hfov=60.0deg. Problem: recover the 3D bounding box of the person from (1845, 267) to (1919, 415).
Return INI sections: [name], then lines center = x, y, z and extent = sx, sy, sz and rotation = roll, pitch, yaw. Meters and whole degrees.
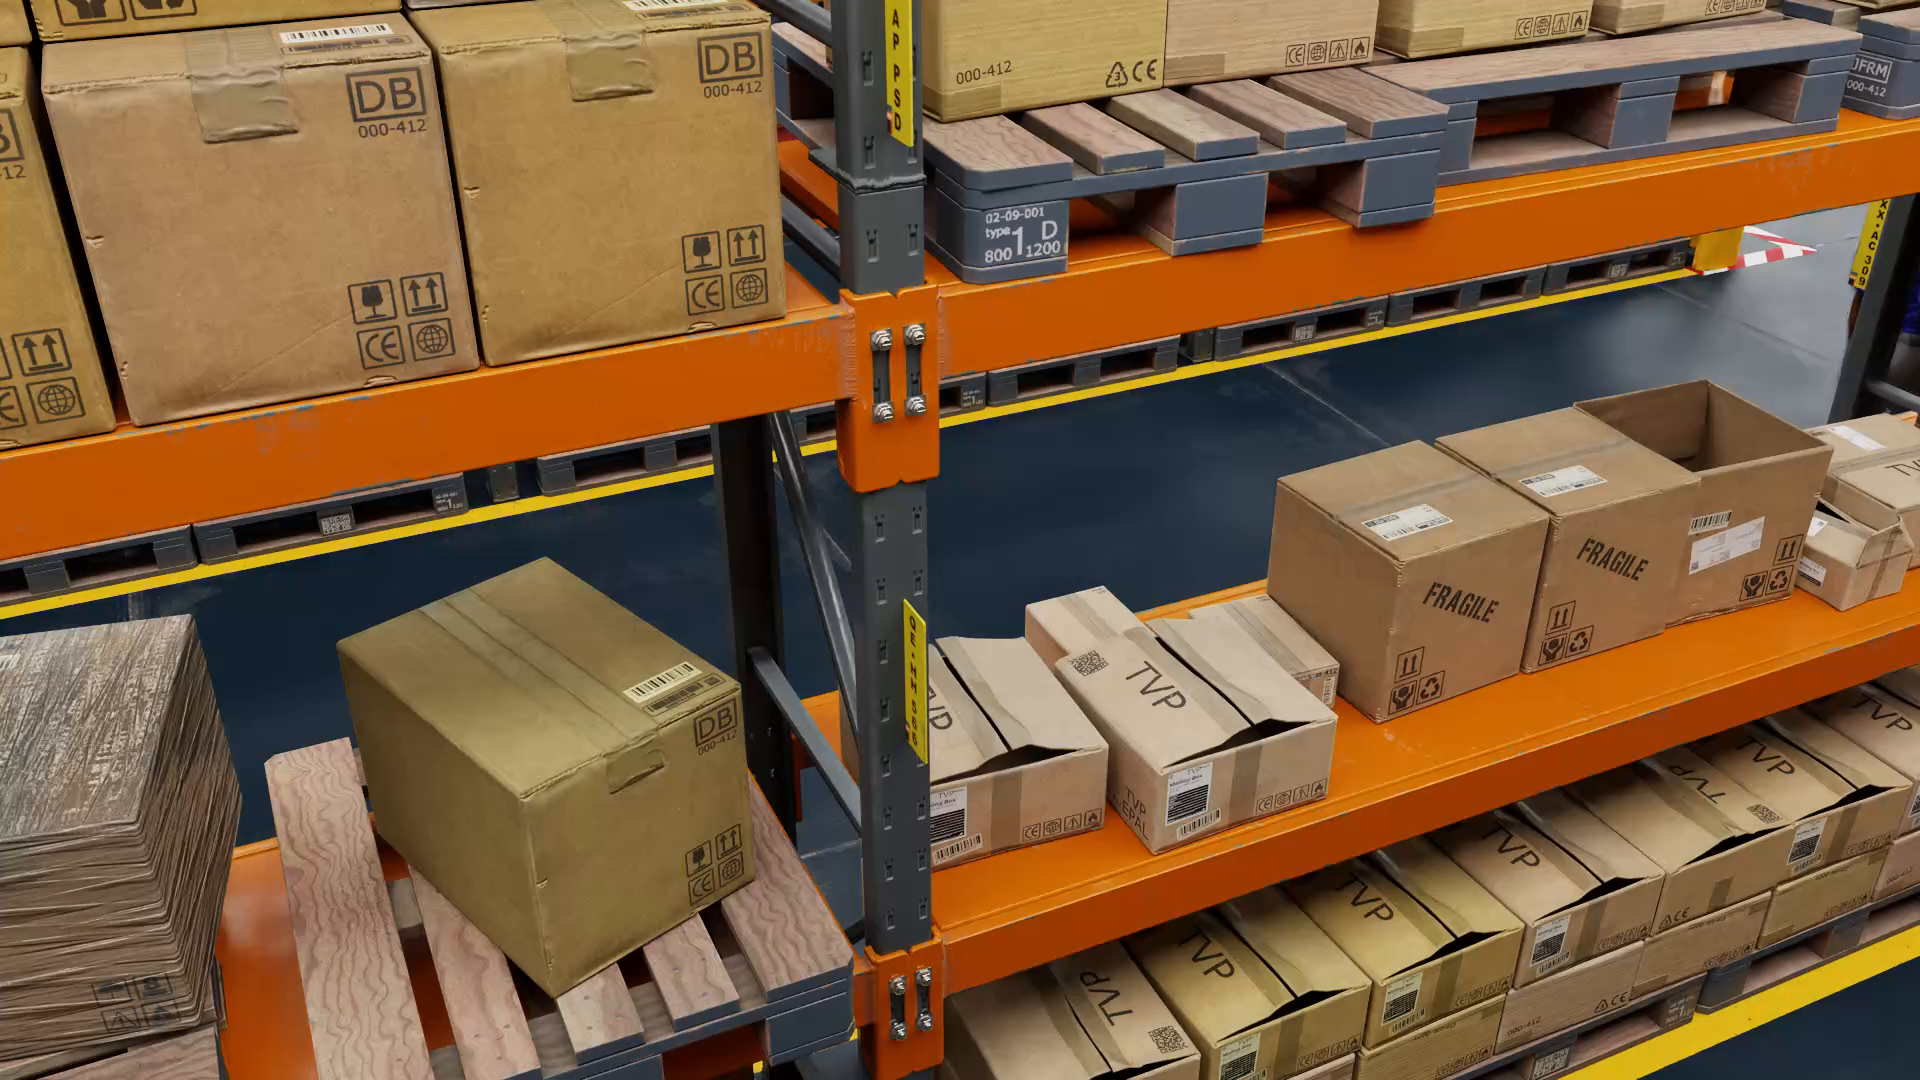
[person]
center = 4.196, -0.806, 7.517
extent = 0.549, 1.647, 0.445
rotation = -12, 32, -19
